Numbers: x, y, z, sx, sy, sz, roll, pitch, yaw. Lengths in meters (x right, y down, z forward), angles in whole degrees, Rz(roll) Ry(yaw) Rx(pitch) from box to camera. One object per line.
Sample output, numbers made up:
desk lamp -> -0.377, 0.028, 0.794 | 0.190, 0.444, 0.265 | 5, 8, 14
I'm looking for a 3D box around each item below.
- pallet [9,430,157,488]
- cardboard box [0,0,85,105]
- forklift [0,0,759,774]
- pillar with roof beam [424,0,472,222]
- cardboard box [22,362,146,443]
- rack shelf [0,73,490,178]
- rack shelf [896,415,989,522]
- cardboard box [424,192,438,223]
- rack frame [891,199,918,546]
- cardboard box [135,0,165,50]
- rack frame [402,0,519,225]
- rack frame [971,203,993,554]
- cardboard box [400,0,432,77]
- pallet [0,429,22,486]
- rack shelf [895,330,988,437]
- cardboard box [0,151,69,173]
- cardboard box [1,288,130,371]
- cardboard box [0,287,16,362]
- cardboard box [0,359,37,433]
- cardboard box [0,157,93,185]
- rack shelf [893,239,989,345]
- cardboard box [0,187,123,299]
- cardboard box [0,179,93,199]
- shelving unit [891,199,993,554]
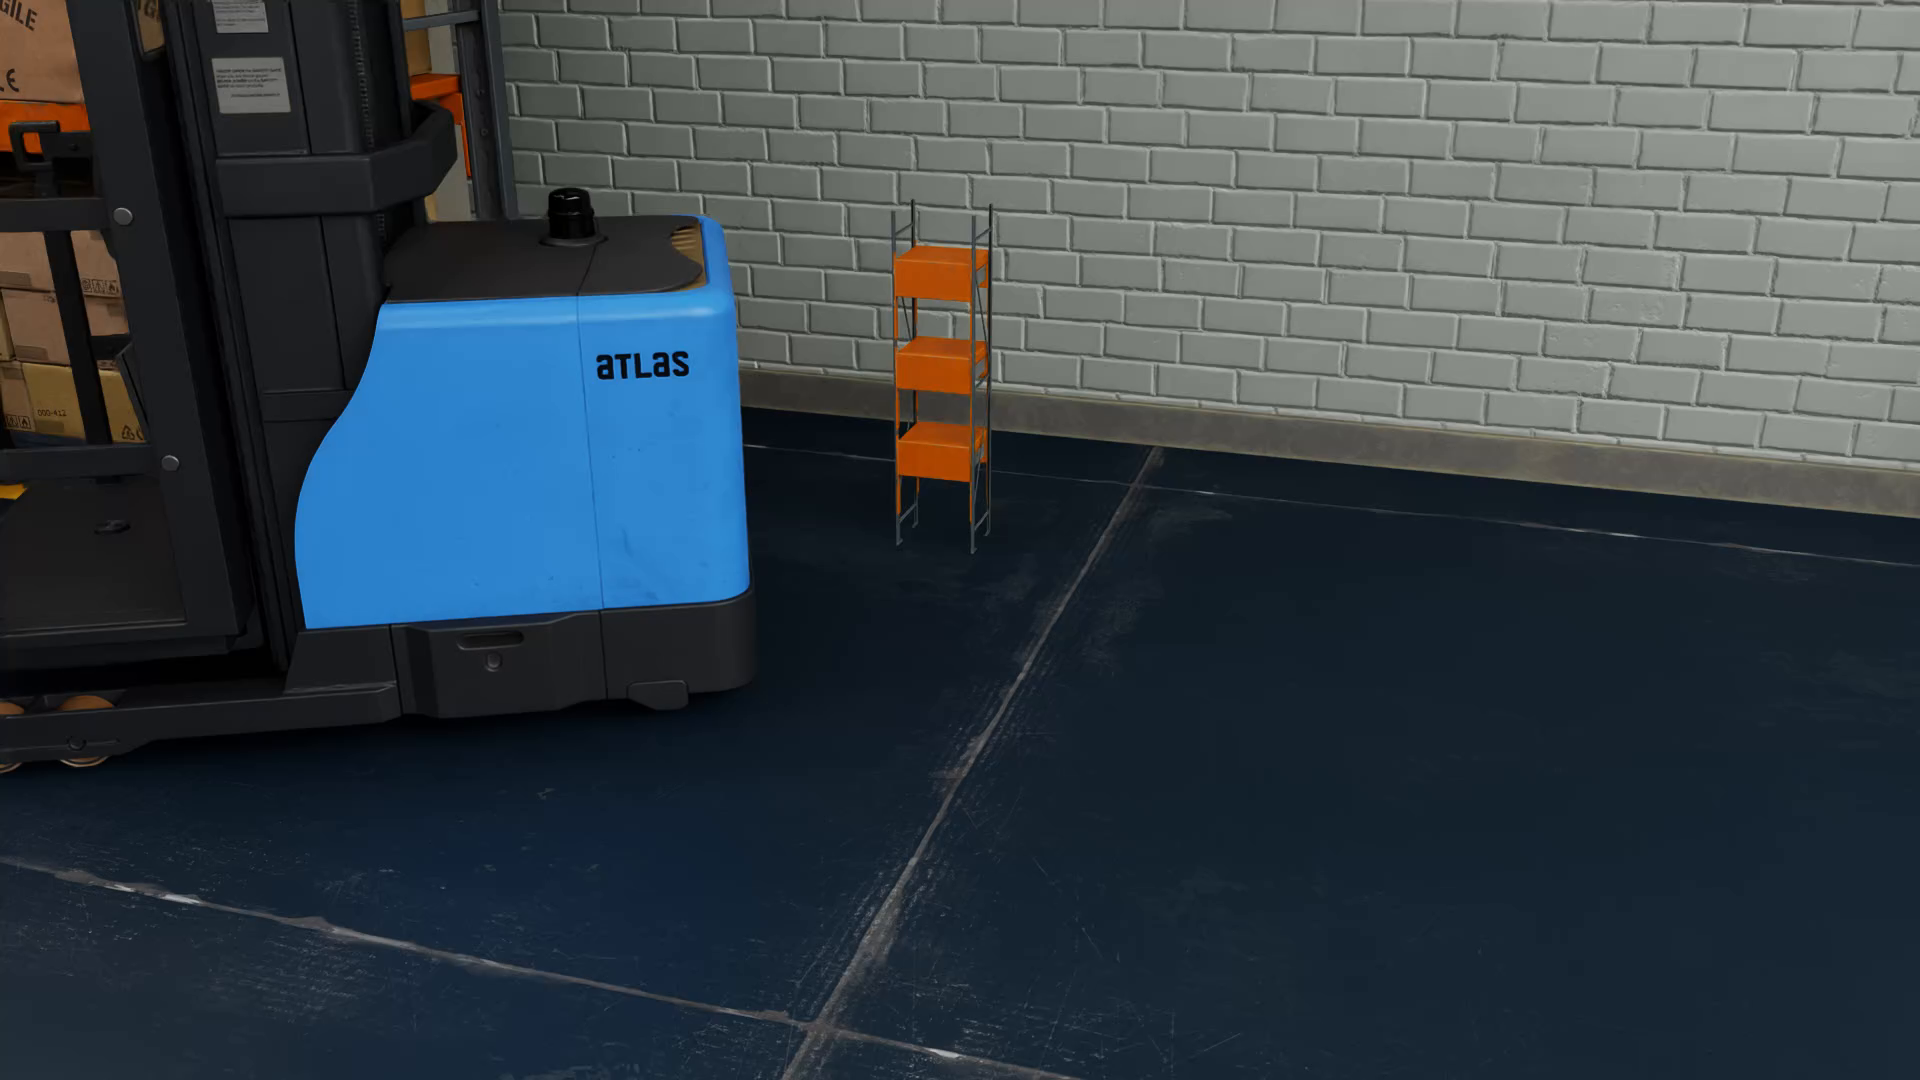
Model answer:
pallet -> -2.520, -0.395, 5.954 | 1.213, 0.211, 1.003 | 7, 23, 16
cardboard box -> -2.817, -1.681, 5.284 | 0.500, 0.500, 0.500 | 7, 23, 17
forklift -> -2.078, -1.020, 3.895 | 3.031, 2.935, 1.130 | -4, 23, -9
pillar with roof beam -> -3.426, -3.231, 1.290 | 0.400, 9.000, 9.100 | 7, 23, 16
cardboard box -> -2.791, -0.533, 5.686 | 0.500, 0.250, 0.500 | 7, 23, 15
rack shelf -> -3.691, -1.502, 5.928 | 4.000, 0.370, 1.077 | 7, 23, 16
rack shelf -> -0.051, -0.225, 5.195 | 0.240, 0.259, 0.215 | 7, 23, 16
cardboard box -> -2.182, -1.122, 5.806 | 0.500, 0.250, 0.500 | 6, 23, 15
rack frame -> -0.168, -0.505, 5.118 | 0.008, 1.050, 0.200 | 7, 23, 16
cardboard box -> -2.323, -1.621, 5.137 | 0.500, 0.500, 0.500 | 6, 23, 14
rack frame -> -1.776, -1.616, 5.257 | 0.127, 3.000, 1.000 | 7, 23, 16
rack frame -> 0.066, -0.478, 5.052 | 0.008, 1.050, 0.200 | 7, 23, 16
cardboard box -> -2.170, -1.818, 5.617 | 0.500, 0.500, 0.500 | 7, 23, 17
pallet -> -3.685, -0.529, 6.282 | 1.213, 0.211, 1.003 | 7, 23, 15
rack shelf -> -0.051, -0.482, 5.089 | 0.240, 0.259, 0.215 | 7, 23, 16
cardboard box -> -3.625, -1.293, 6.222 | 0.500, 0.250, 0.500 | 6, 23, 14
cardboard box -> -2.810, -0.768, 5.601 | 0.500, 0.250, 0.500 | 6, 23, 15
cardboard box -> -3.310, -0.817, 5.721 | 0.500, 0.250, 0.500 | 6, 23, 14
cardboard box -> -3.267, -0.591, 5.828 | 0.500, 0.250, 0.500 | 7, 23, 16
cardboard box -> -3.137, -1.234, 6.079 | 0.500, 0.250, 0.500 | 6, 23, 15
rack shelf -> -0.051, -0.744, 4.981 | 0.240, 0.259, 0.215 | 7, 23, 16
cardboard box -> -2.798, -0.992, 5.488 | 0.500, 0.250, 0.500 | 7, 23, 16
cardboard box -> -3.284, -1.044, 5.614 | 0.500, 0.250, 0.500 | 7, 23, 16
shelving unit -> -0.051, -0.492, 5.085 | 0.252, 1.050, 0.215 | 7, 23, 16
